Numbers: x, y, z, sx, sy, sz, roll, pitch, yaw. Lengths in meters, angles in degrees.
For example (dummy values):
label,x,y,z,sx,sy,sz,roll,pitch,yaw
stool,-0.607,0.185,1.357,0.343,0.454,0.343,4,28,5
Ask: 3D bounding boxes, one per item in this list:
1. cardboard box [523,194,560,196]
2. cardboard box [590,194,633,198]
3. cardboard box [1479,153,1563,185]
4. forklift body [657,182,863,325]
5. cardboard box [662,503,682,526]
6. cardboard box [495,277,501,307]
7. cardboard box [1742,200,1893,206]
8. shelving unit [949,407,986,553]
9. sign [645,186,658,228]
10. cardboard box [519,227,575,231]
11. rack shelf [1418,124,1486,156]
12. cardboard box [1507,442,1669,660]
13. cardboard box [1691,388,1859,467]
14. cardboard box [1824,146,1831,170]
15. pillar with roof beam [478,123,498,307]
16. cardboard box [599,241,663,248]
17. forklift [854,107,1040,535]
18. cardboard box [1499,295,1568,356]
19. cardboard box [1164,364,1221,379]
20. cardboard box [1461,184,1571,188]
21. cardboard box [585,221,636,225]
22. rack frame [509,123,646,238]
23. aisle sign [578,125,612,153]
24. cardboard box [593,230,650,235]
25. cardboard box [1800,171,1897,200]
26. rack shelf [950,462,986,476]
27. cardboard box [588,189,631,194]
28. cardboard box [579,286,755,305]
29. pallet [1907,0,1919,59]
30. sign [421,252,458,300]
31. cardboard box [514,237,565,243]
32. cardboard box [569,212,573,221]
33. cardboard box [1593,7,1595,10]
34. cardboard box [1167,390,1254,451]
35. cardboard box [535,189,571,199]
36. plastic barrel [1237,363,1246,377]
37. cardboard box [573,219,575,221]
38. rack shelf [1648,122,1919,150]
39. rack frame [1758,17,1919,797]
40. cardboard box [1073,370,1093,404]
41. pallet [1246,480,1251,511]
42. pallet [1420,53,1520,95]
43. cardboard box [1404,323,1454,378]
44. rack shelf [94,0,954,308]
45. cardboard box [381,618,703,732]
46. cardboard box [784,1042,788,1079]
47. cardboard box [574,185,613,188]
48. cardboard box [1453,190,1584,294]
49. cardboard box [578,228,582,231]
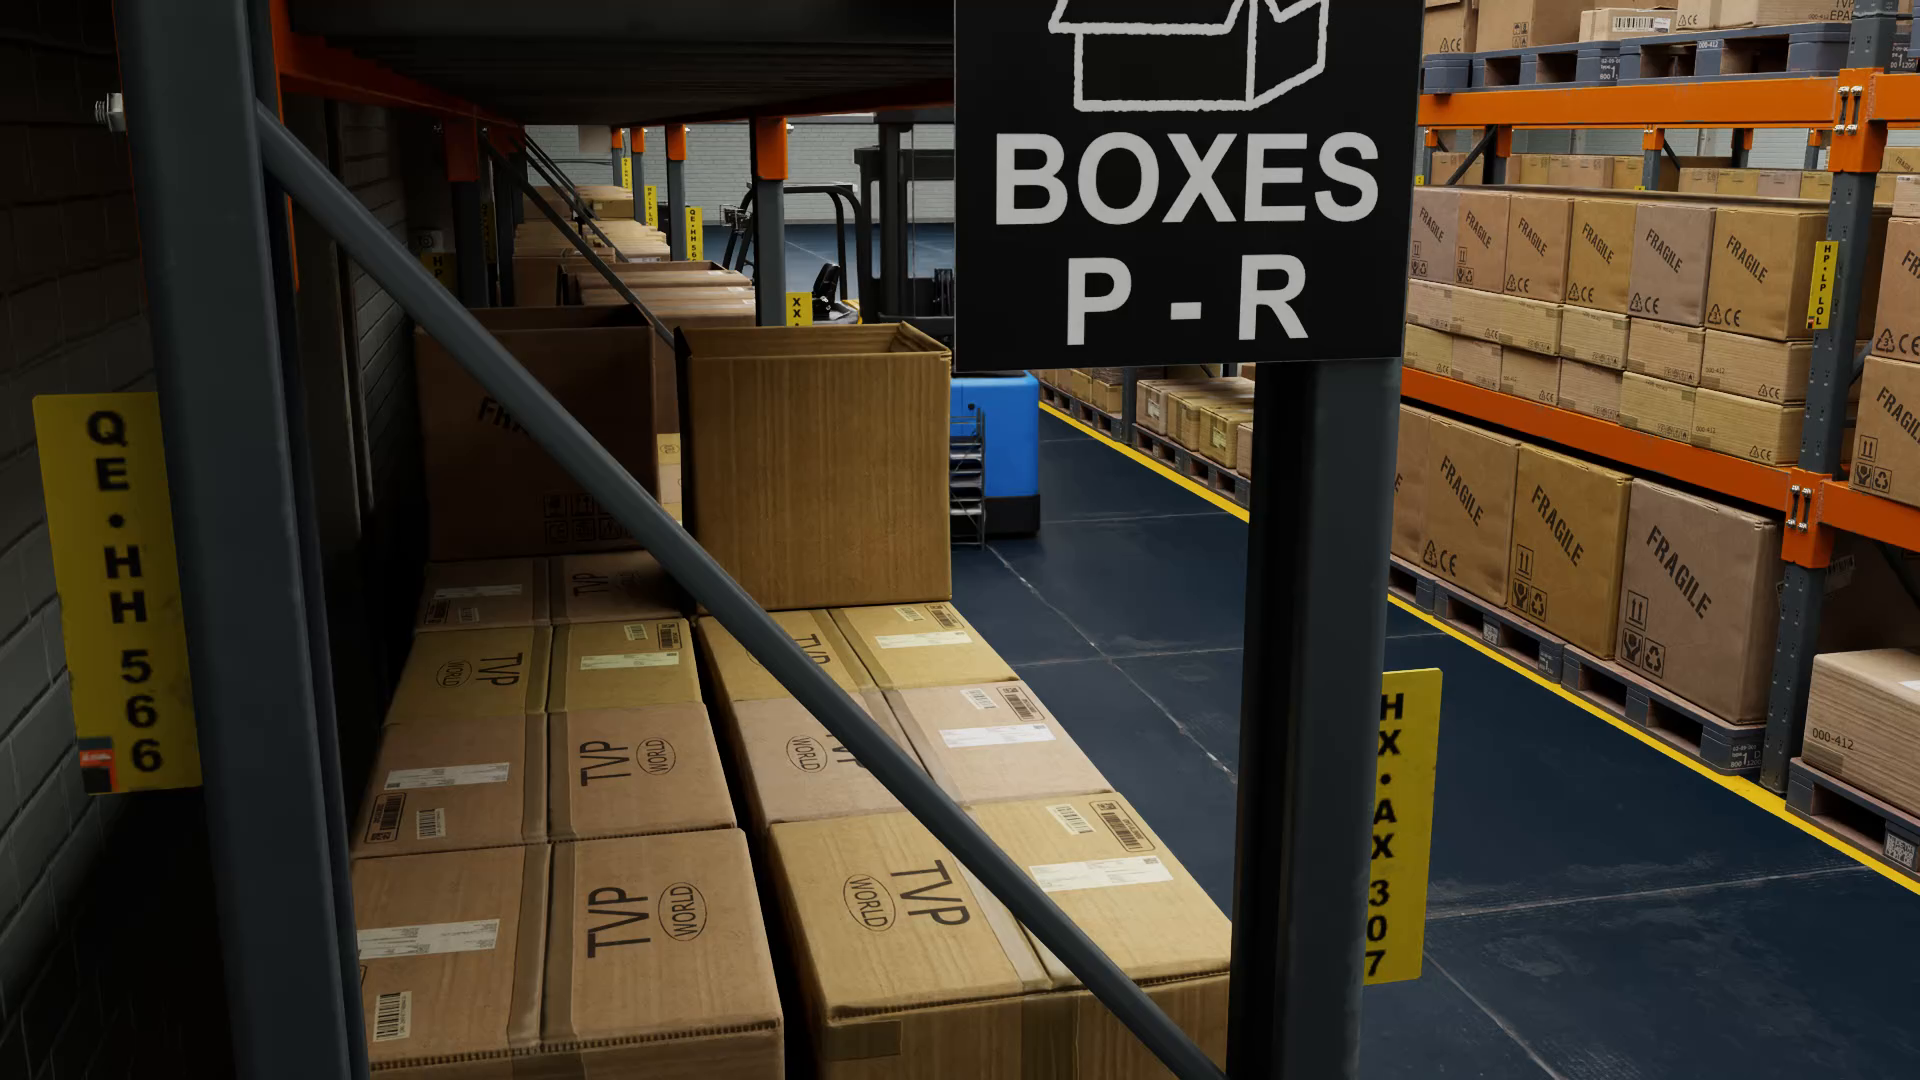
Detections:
label,x,y,z,sx,sy,sz,roll,pitch,yaw
cardboard box,-3.556,-2.834,14.004,0.380,0.149,0.250,-4,14,-14
cardboard box,-2.897,-2.811,13.907,0.380,0.149,0.250,-3,14,-12
cardboard box,6.008,-3.784,17.505,0.875,0.550,0.550,-3,14,-13
forklift body,-1.653,-2.208,15.434,2.313,2.155,1.214,-3,14,-13
cardboard box,-0.461,0.075,3.990,0.500,0.250,0.500,-3,14,-14
cardboard box,-2.369,-1.369,9.473,0.500,0.250,0.500,-3,14,-12
cardboard box,3.800,-1.233,7.337,0.500,0.500,0.500,-3,14,-14
shelving unit,0.026,-0.379,10.583,0.258,0.900,0.210,-2,14,-7
sign,-2.407,-2.590,12.936,0.100,0.325,0.005,-3,14,-13
cardboard box,-2.908,-2.124,11.723,0.380,0.149,0.250,-3,14,-14
rack shelf,2.361,-2.957,11.908,1.077,0.370,4.000,-3,14,-13
cardboard box,3.327,0.016,8.133,0.875,0.875,0.875,-3,14,-12
cardboard box,3.420,-0.482,6.896,0.500,0.250,0.500,-4,14,-15
cardboard box,10.449,-4.323,19.357,0.500,0.500,0.500,-3,14,-13
pillar with roof beam,-0.400,-5.900,16.115,9.100,9.000,0.400,-3,14,-13
cardboard box,-2.005,-1.743,10.165,0.380,0.149,0.250,-3,14,-13
forklift,-0.172,-1.748,11.907,1.130,2.935,3.031,-2,14,-7
cardboard box,3.042,-1.075,8.270,0.500,0.250,0.500,-3,14,-12
cardboard box,2.015,-1.695,14.873,0.500,0.500,0.500,-3,14,-11
cardboard box,3.207,-1.818,9.731,0.500,0.500,0.500,-4,14,-15
cardboard box,-2.636,-2.331,12.570,0.380,0.149,0.250,-3,14,-11
rack frame,-2.933,-2.034,12.931,1.000,3.000,0.127,-3,14,-13
aisle sign,-3.602,-4.251,16.528,0.394,0.787,0.004,-3,14,-13
cardboard box,-2.308,-2.038,11.370,0.380,0.149,0.250,-3,14,-13
cardboard box,7.160,-2.679,13.254,0.700,0.500,0.500,-3,14,-14
rack shelf,0.026,-0.434,10.570,0.258,0.077,0.200,-2,14,-7
cardboard box,-3.186,-3.105,15.111,0.380,0.149,0.250,-3,14,-12
cardboard box,-1.071,-0.684,6.312,0.700,0.500,0.500,-3,14,-13
pallet,3.952,-1.690,5.392,1.003,0.211,1.213,-3,14,-13
sign,-1.592,-0.719,5.109,0.100,0.325,0.005,-3,14,-13
cardboard box,-2.689,-1.826,10.503,0.380,0.149,0.250,-4,14,-14
cardboard box,-3.470,-2.695,14.059,0.380,0.149,0.250,-3,14,-11
cardboard box,3.495,-2.686,8.679,0.396,0.266,0.258,-4,14,-15
cardboard box,2.189,-0.952,13.156,0.950,0.372,0.625,-2,14,-10
cardboard box,-3.766,-3.136,15.237,0.380,0.149,0.250,-3,14,-11
plastic barrel,2.909,-1.590,16.544,0.512,0.421,0.421,7,15,26
cardboard box,-3.882,-2.756,15.678,0.500,0.500,0.500,-3,14,-11
rack shelf,7.149,-3.257,13.132,1.077,0.370,4.000,-3,14,-13
rack frame,3.770,-0.466,6.513,1.000,3.000,0.127,-3,14,-13
cardboard box,1.357,-1.423,15.341,0.500,0.250,0.500,-4,14,-15
pallet,2.649,-0.214,11.359,1.003,0.211,1.213,-3,14,-13
pallet,3.034,-2.608,9.360,1.213,0.211,1.003,-3,14,-11
cardboard box,2.839,-1.071,9.307,0.500,0.250,0.500,-4,14,-15
rack shelf,-0.584,-0.834,3.217,1.077,0.370,4.000,-3,14,-13
cardboard box,-0.712,0.338,2.912,0.500,0.250,0.500,-3,14,-11
cardboard box,-0.125,0.651,2.472,0.380,0.149,0.250,-3,14,-14
cardboard box,-3.583,-3.394,16.293,0.380,0.149,0.250,-3,14,-13
cardboard box,2.941,-1.561,8.679,0.500,0.500,0.500,-3,14,-12
cardboard box,-3.041,-2.435,14.363,0.500,0.500,0.500,-3,14,-14
